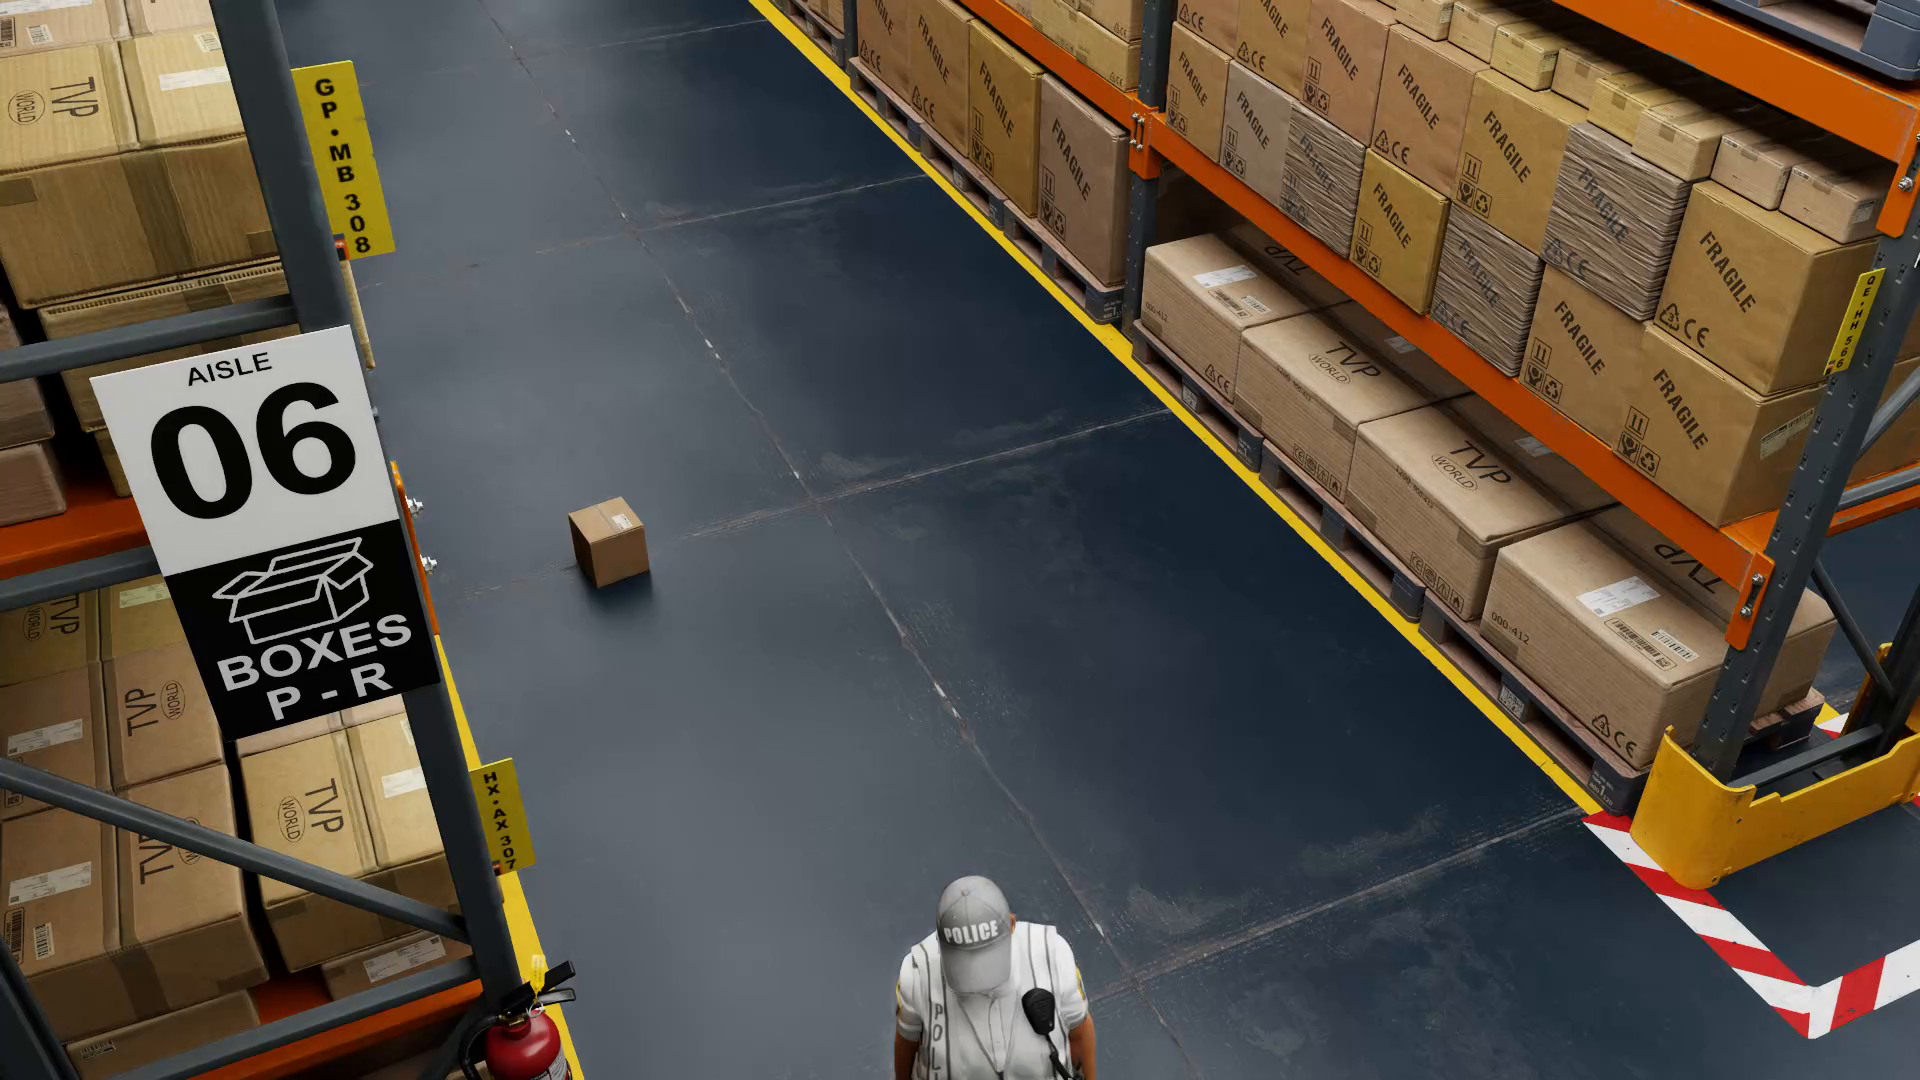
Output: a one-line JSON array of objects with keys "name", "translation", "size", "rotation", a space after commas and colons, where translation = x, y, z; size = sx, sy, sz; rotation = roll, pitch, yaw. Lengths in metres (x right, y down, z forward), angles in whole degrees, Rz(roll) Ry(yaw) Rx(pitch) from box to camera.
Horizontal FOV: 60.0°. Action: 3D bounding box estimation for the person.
[{"name": "person", "translation": [0.098, 1.434, 4.290], "size": [0.512, 1.615, 0.939], "rotation": [-7, 38, -9]}]
